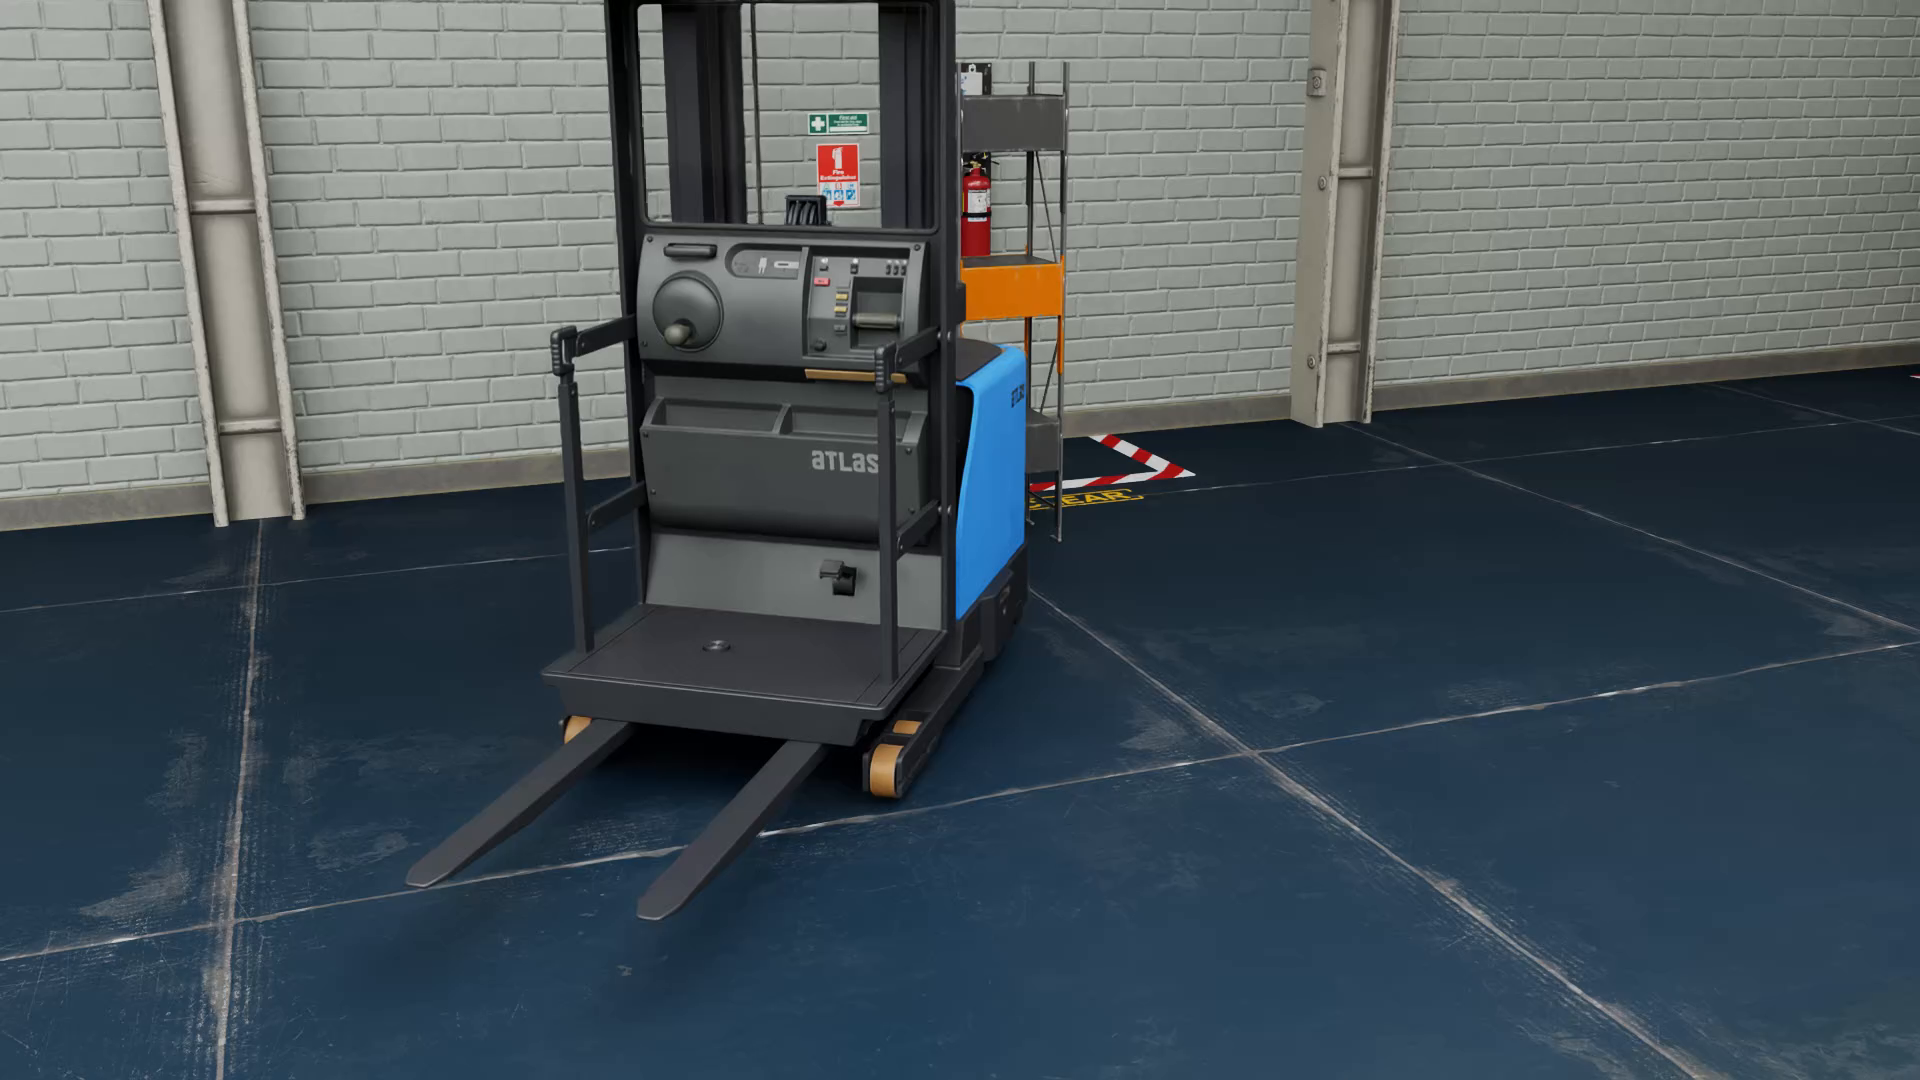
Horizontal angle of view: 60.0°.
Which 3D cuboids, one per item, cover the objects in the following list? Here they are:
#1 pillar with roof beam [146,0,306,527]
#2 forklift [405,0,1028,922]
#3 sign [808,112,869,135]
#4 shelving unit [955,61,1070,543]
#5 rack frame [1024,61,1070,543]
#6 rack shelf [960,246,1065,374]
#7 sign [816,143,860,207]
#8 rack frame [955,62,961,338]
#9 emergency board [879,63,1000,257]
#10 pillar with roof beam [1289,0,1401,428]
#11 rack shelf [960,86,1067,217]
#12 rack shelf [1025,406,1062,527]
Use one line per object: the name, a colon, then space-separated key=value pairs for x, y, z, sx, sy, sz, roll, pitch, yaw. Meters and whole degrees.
pillar with roof beam: x=-1.826 y=-3.307 z=2.888 sx=0.400 sy=9.000 sz=9.100 roll=-6 pitch=17 yaw=-20
forklift: x=-0.616 y=-0.754 z=4.962 sx=1.130 sy=2.935 sz=3.031 roll=4 pitch=17 yaw=15
sign: x=-0.631 y=-2.168 z=8.652 sx=0.331 sy=0.109 sz=0.001 roll=-6 pitch=17 yaw=-20
shelving unit: x=0.155 y=-1.024 z=7.359 sx=0.503 sy=2.100 sz=0.431 roll=-6 pitch=17 yaw=-20
rack frame: x=0.382 y=-1.049 z=7.443 sx=0.015 sy=2.100 sz=0.400 roll=-6 pitch=17 yaw=-20
rack shelf: x=0.155 y=-1.011 z=7.363 sx=0.480 sy=0.518 sz=0.431 roll=-6 pitch=17 yaw=-20
sign: x=-0.638 y=-1.915 z=8.733 sx=0.234 sy=0.329 sz=0.001 roll=-6 pitch=17 yaw=-20
rack frame: x=-0.073 y=-1.000 z=7.275 sx=0.015 sy=2.100 sz=0.400 roll=-6 pitch=17 yaw=-20
emergency board: x=-0.085 y=-1.927 z=8.836 sx=0.643 sy=1.169 sz=0.194 roll=-6 pitch=17 yaw=-20
pillar with roof beam: x=3.777 y=-3.912 z=4.948 sx=0.400 sy=9.000 sz=9.100 roll=-6 pitch=17 yaw=-20
rack shelf: x=0.155 y=-1.683 z=7.166 sx=0.480 sy=0.518 sz=0.431 roll=-6 pitch=17 yaw=-20
rack shelf: x=0.155 y=-0.339 z=7.560 sx=0.480 sy=0.518 sz=0.431 roll=-6 pitch=17 yaw=-20
